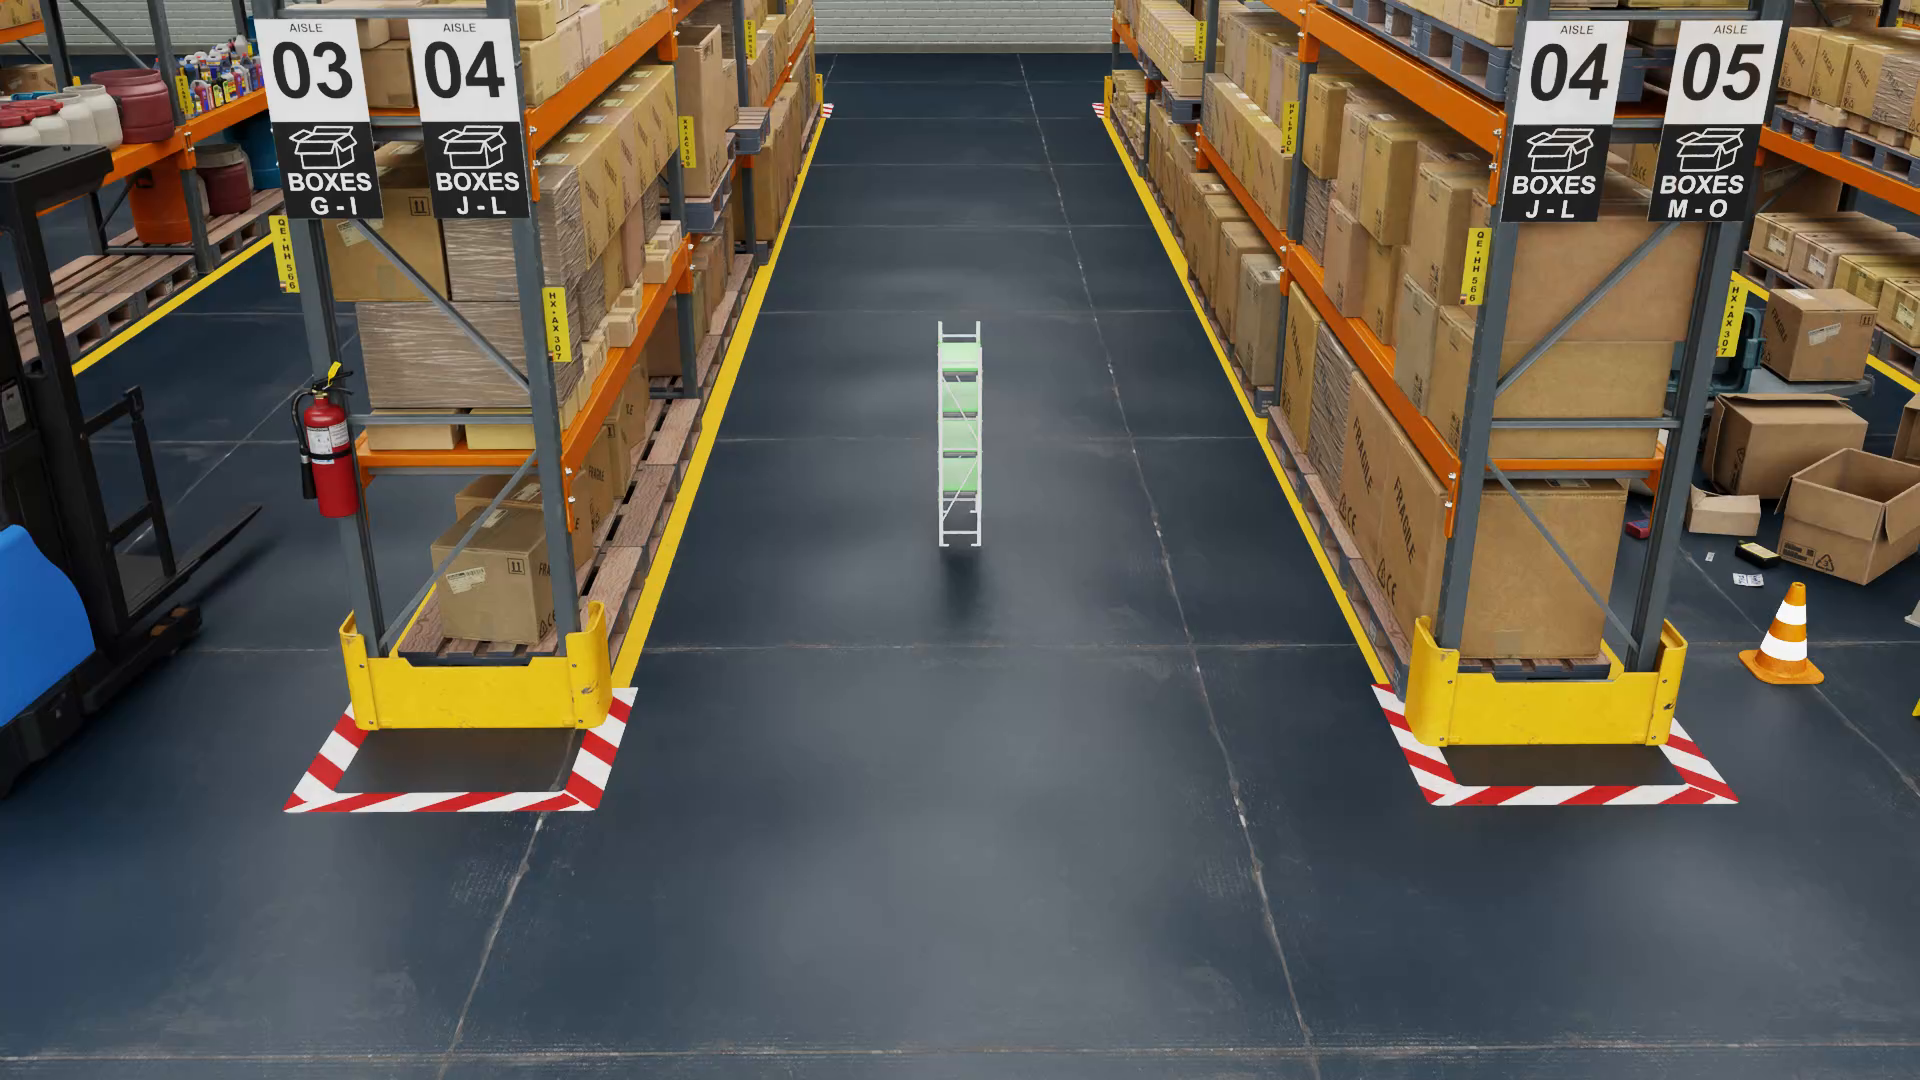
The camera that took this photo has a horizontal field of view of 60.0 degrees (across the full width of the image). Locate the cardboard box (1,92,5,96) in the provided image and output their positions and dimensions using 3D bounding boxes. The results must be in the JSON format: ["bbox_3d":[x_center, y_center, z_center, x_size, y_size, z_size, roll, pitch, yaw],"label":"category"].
[{"bbox_3d":[-12.683,-5.797,21.853,0.380,0.149,0.250,0,24,-1],"label":"cardboard box"}]

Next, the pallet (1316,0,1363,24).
[{"bbox_3d":[2.652,-3.138,9.515,1.003,0.211,1.213,0,24,-1],"label":"pallet"}]

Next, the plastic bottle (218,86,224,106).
[{"bbox_3d":[-6.966,-4.177,15.586,0.097,0.201,0.097,0,24,0],"label":"plastic bottle"}]

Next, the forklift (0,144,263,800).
[{"bbox_3d":[-4.541,-0.740,7.830,1.130,2.935,3.031,2,24,5],"label":"forklift"}]

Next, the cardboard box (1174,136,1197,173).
[{"bbox_3d":[2.324,-3.680,15.860,0.500,0.250,0.500,0,24,0],"label":"cardboard box"}]

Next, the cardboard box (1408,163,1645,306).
[{"bbox_3d":[2.634,-1.440,7.802,0.875,0.550,0.550,0,24,-1],"label":"cardboard box"}]

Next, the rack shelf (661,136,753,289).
[{"bbox_3d":[-2.329,-2.664,12.874,1.077,0.370,4.000,0,24,-1],"label":"rack shelf"}]

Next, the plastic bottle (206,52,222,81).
[{"bbox_3d":[-7.561,-4.812,16.901,0.152,0.276,0.135,0,24,-1],"label":"plastic bottle"}]

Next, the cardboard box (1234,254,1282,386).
[{"bbox_3d":[2.557,-1.570,11.802,1.050,0.750,0.750,0,24,-1],"label":"cardboard box"}]

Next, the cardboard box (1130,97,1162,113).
[{"bbox_3d":[2.230,-5.180,19.791,0.380,0.149,0.250,-1,24,-3],"label":"cardboard box"}]

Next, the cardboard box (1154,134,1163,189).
[{"bbox_3d":[2.317,-3.974,17.420,0.500,0.500,0.500,1,24,2],"label":"cardboard box"}]

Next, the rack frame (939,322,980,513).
[{"bbox_3d":[-0.004,-0.715,9.876,0.240,1.200,0.015,0,24,-1],"label":"rack frame"}]

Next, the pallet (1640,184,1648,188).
[{"bbox_3d":[7.615,-3.417,17.049,1.003,0.211,1.213,0,24,-1],"label":"pallet"}]

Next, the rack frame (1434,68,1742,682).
[{"bbox_3d":[2.697,-0.500,7.216,1.000,3.000,0.127,0,24,-1],"label":"rack frame"}]

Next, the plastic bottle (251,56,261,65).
[{"bbox_3d":[-7.006,-4.715,16.686,0.152,0.276,0.135,0,24,-1],"label":"plastic bottle"}]

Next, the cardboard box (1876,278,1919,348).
[{"bbox_3d":[7.583,-1.719,12.590,0.950,0.372,0.625,1,24,3],"label":"cardboard box"}]

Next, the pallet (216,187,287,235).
[{"bbox_3d":[-7.364,-3.350,16.900,1.003,0.211,1.213,0,24,-1],"label":"pallet"}]

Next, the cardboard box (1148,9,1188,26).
[{"bbox_3d":[2.120,-5.305,16.914,0.380,0.149,0.250,-1,24,-1],"label":"cardboard box"}]

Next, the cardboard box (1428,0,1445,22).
[{"bbox_3d":[2.347,-2.439,7.536,0.380,0.149,0.250,0,24,0],"label":"cardboard box"}]

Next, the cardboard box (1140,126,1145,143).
[{"bbox_3d":[2.245,-4.601,18.873,0.380,0.149,0.250,0,24,0],"label":"cardboard box"}]

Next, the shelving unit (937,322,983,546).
[{"bbox_3d":[-0.002,-0.615,9.654,0.258,1.200,0.503,0,24,-1],"label":"shelving unit"}]

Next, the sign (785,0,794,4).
[{"bbox_3d":[-1.852,-5.962,17.984,0.100,0.325,0.005,0,24,-1],"label":"sign"}]

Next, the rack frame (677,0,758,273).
[{"bbox_3d":[-2.351,-3.816,14.548,1.000,3.000,0.127,0,24,-1],"label":"rack frame"}]

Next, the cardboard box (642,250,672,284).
[{"bbox_3d":[-1.961,-1.657,10.079,0.380,0.149,0.250,0,24,-1],"label":"cardboard box"}]

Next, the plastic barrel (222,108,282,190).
[{"bbox_3d":[-7.351,-4.161,17.348,0.600,0.901,0.708,0,24,-1],"label":"plastic barrel"}]

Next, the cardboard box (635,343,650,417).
[{"bbox_3d":[-2.343,-1.055,10.967,0.500,0.500,0.500,-1,24,-2],"label":"cardboard box"}]

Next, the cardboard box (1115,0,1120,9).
[{"bbox_3d":[2.251,-7.088,21.300,0.500,0.500,0.500,1,24,2],"label":"cardboard box"}]

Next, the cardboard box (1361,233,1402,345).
[{"bbox_3d":[2.692,-1.397,9.018,0.875,0.550,0.500,0,24,-1],"label":"cardboard box"}]

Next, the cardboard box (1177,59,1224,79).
[{"bbox_3d":[2.149,-4.211,14.855,0.380,0.149,0.250,0,24,1],"label":"cardboard box"}]

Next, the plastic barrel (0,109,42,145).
[{"bbox_3d":[-7.059,-2.905,12.368,0.433,0.535,0.433,0,24,0],"label":"plastic barrel"}]

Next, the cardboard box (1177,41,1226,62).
[{"bbox_3d":[2.146,-4.345,14.790,0.380,0.149,0.250,-1,24,-3],"label":"cardboard box"}]

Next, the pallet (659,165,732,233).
[{"bbox_3d":[-2.170,-2.396,11.641,1.003,0.211,1.213,0,24,-1],"label":"pallet"}]

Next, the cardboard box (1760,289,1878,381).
[{"bbox_3d":[5.823,-1.398,11.316,0.500,0.500,0.500,0,24,-1],"label":"cardboard box"}]

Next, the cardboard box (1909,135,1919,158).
[{"bbox_3d":[7.324,-2.921,12.363,0.380,0.149,0.250,0,24,-1],"label":"cardboard box"}]

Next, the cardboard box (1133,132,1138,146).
[{"bbox_3d":[2.235,-4.714,19.482,0.380,0.149,0.250,-1,24,-2],"label":"cardboard box"}]

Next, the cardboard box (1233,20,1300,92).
[{"bbox_3d":[2.612,-3.905,13.409,0.700,0.500,0.500,-1,24,-1],"label":"cardboard box"}]

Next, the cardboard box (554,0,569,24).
[{"bbox_3d":[-1.999,-2.438,7.558,0.380,0.149,0.250,1,24,2],"label":"cardboard box"}]

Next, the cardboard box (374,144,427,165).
[{"bbox_3d":[-2.528,-1.588,7.925,0.500,0.500,0.500,0,24,-1],"label":"cardboard box"}]

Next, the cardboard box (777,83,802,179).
[{"bbox_3d":[-2.368,-4.424,17.961,1.225,0.875,0.875,0,24,0],"label":"cardboard box"}]

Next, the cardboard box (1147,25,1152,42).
[{"bbox_3d":[2.122,-5.173,16.982,0.380,0.149,0.250,-1,24,-3],"label":"cardboard box"}]

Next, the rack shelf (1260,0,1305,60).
[{"bbox_3d":[2.632,-4.012,12.213,1.077,0.370,4.000,0,24,-1],"label":"rack shelf"}]

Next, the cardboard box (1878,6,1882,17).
[{"bbox_3d":[12.164,-6.930,21.737,0.380,0.149,0.250,0,24,-1],"label":"cardboard box"}]

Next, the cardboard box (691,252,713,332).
[{"bbox_3d":[-2.285,-1.910,12.832,0.700,0.500,0.500,-2,24,-5],"label":"cardboard box"}]

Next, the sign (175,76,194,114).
[{"bbox_3d":[-6.754,-3.874,14.477,0.100,0.325,0.005,0,24,-1],"label":"sign"}]

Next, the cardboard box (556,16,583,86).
[{"bbox_3d":[-2.022,-2.230,7.583,0.500,0.250,0.500,-1,24,-2],"label":"cardboard box"}]

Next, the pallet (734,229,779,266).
[{"bbox_3d":[-2.284,-2.871,15.842,1.003,0.211,1.213,0,24,-1],"label":"pallet"}]

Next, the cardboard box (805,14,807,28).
[{"bbox_3d":[-2.092,-6.432,20.637,0.380,0.149,0.250,-1,24,-2],"label":"cardboard box"}]

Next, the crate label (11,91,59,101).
[{"bbox_3d":[-7.563,-3.399,13.583,0.502,0.435,0.616,0,24,-1],"label":"crate label"}]

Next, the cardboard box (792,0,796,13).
[{"bbox_3d":[-2.142,-6.275,18.895,0.500,0.500,0.500,0,24,-1],"label":"cardboard box"}]

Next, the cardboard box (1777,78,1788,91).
[{"bbox_3d":[7.299,-4.219,15.013,0.500,0.250,0.500,0,24,-1],"label":"cardboard box"}]

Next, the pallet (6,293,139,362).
[{"bbox_3d":[-7.324,-1.703,13.258,1.003,0.211,1.213,0,24,-1],"label":"pallet"}]

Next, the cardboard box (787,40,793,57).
[{"bbox_3d":[-2.065,-5.473,18.517,0.380,0.149,0.250,0,24,0],"label":"cardboard box"}]

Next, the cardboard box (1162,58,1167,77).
[{"bbox_3d":[2.137,-4.497,15.848,0.380,0.149,0.250,-1,24,-3],"label":"cardboard box"}]

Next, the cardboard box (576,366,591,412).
[{"bbox_3d":[-2.000,-0.730,8.029,0.380,0.149,0.250,0,24,-1],"label":"cardboard box"}]

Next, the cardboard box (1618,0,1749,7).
[{"bbox_3d":[2.948,-2.371,6.903,0.500,0.250,0.500,0,24,-1],"label":"cardboard box"}]

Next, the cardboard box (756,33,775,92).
[{"bbox_3d":[-2.105,-4.693,16.365,0.500,0.500,0.500,0,24,0],"label":"cardboard box"}]
